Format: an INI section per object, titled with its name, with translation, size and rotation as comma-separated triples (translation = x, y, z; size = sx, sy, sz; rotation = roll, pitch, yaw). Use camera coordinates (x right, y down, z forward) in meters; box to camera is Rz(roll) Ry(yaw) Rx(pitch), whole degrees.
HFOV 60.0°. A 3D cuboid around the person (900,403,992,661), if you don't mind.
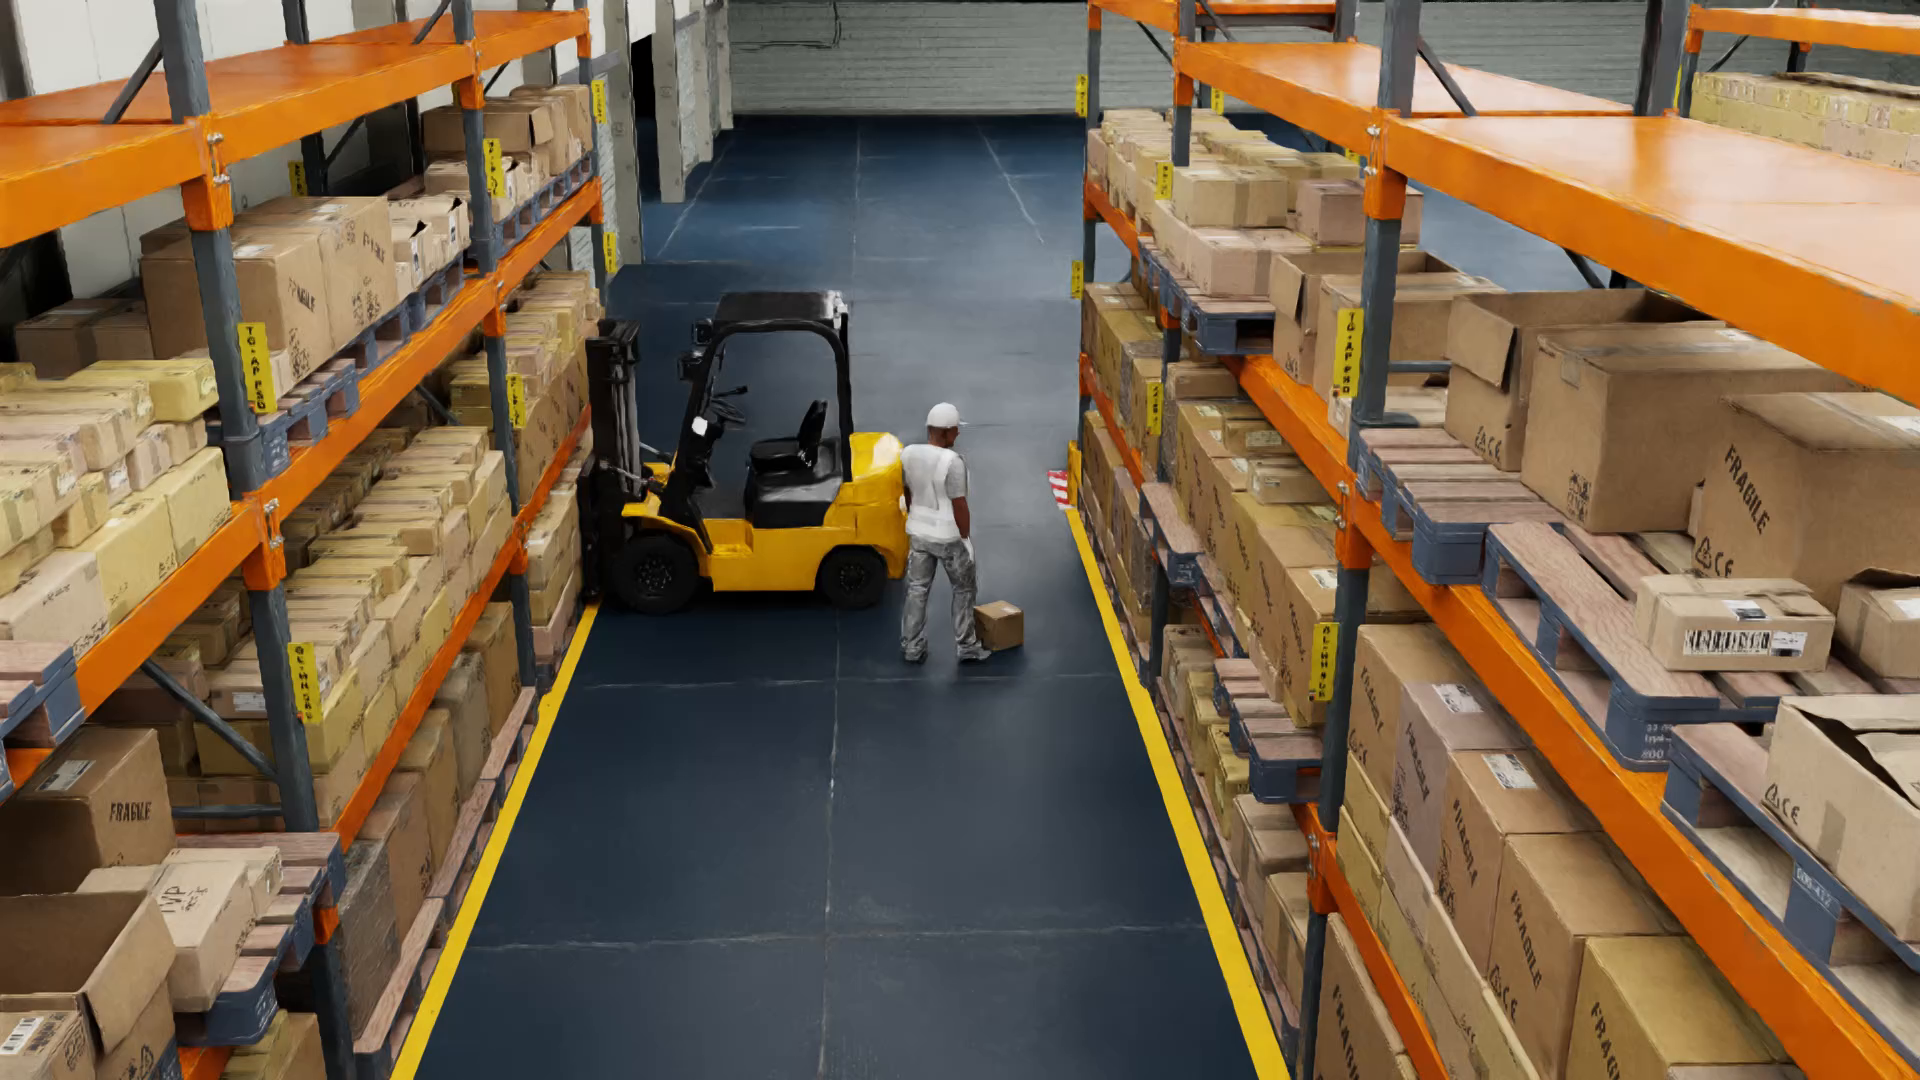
[person]
translation = -0.116, -0.026, 11.159
size = 0.681, 1.829, 0.523
rotation = 15, 25, 35
